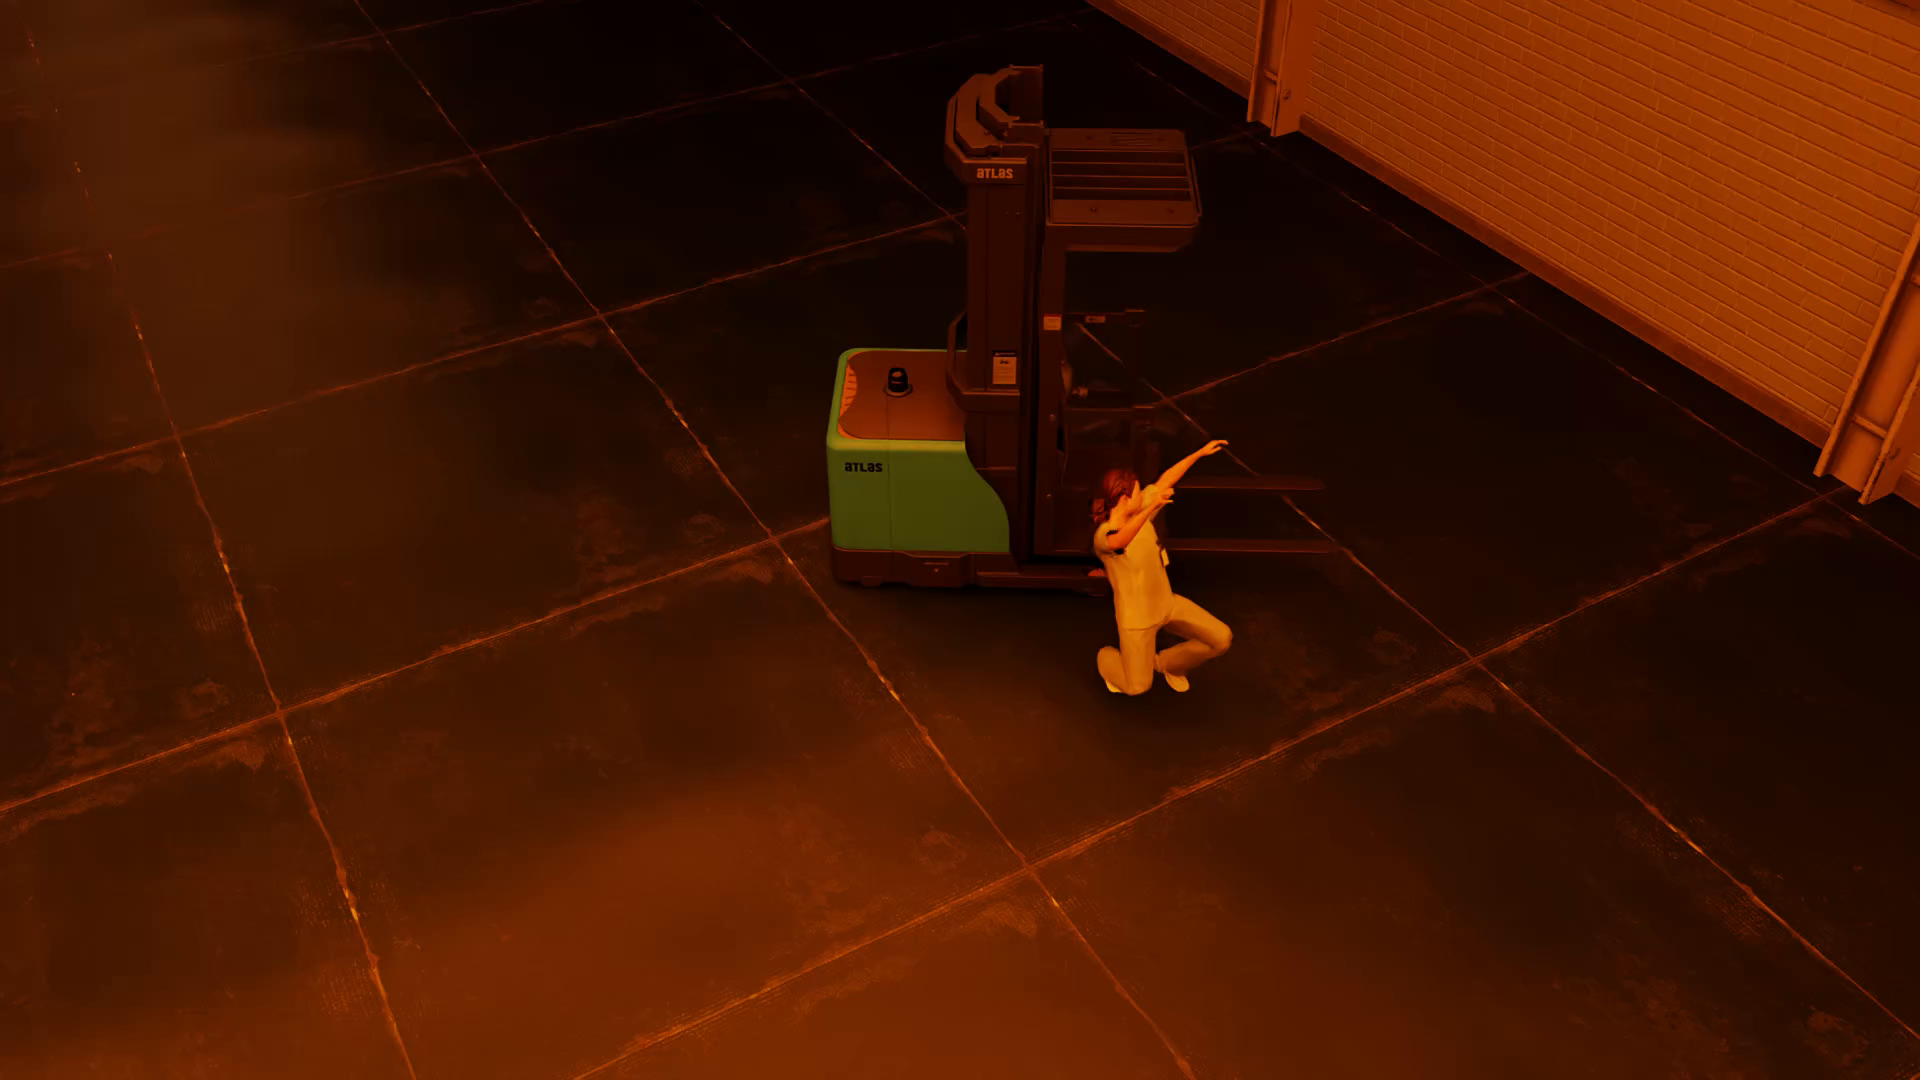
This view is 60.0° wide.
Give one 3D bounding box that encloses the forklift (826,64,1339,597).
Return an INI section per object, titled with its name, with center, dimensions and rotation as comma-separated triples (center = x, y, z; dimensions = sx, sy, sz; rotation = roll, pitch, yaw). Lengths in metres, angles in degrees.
[forklift]
center = 0.756, -1.133, 9.402
dimensions = 3.031, 2.935, 1.130
rotation = 1, 40, 1

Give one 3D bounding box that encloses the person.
[person]
center = 1.142, 0.189, 8.895
dimensions = 0.961, 1.554, 0.789
rotation = -29, 48, -30
